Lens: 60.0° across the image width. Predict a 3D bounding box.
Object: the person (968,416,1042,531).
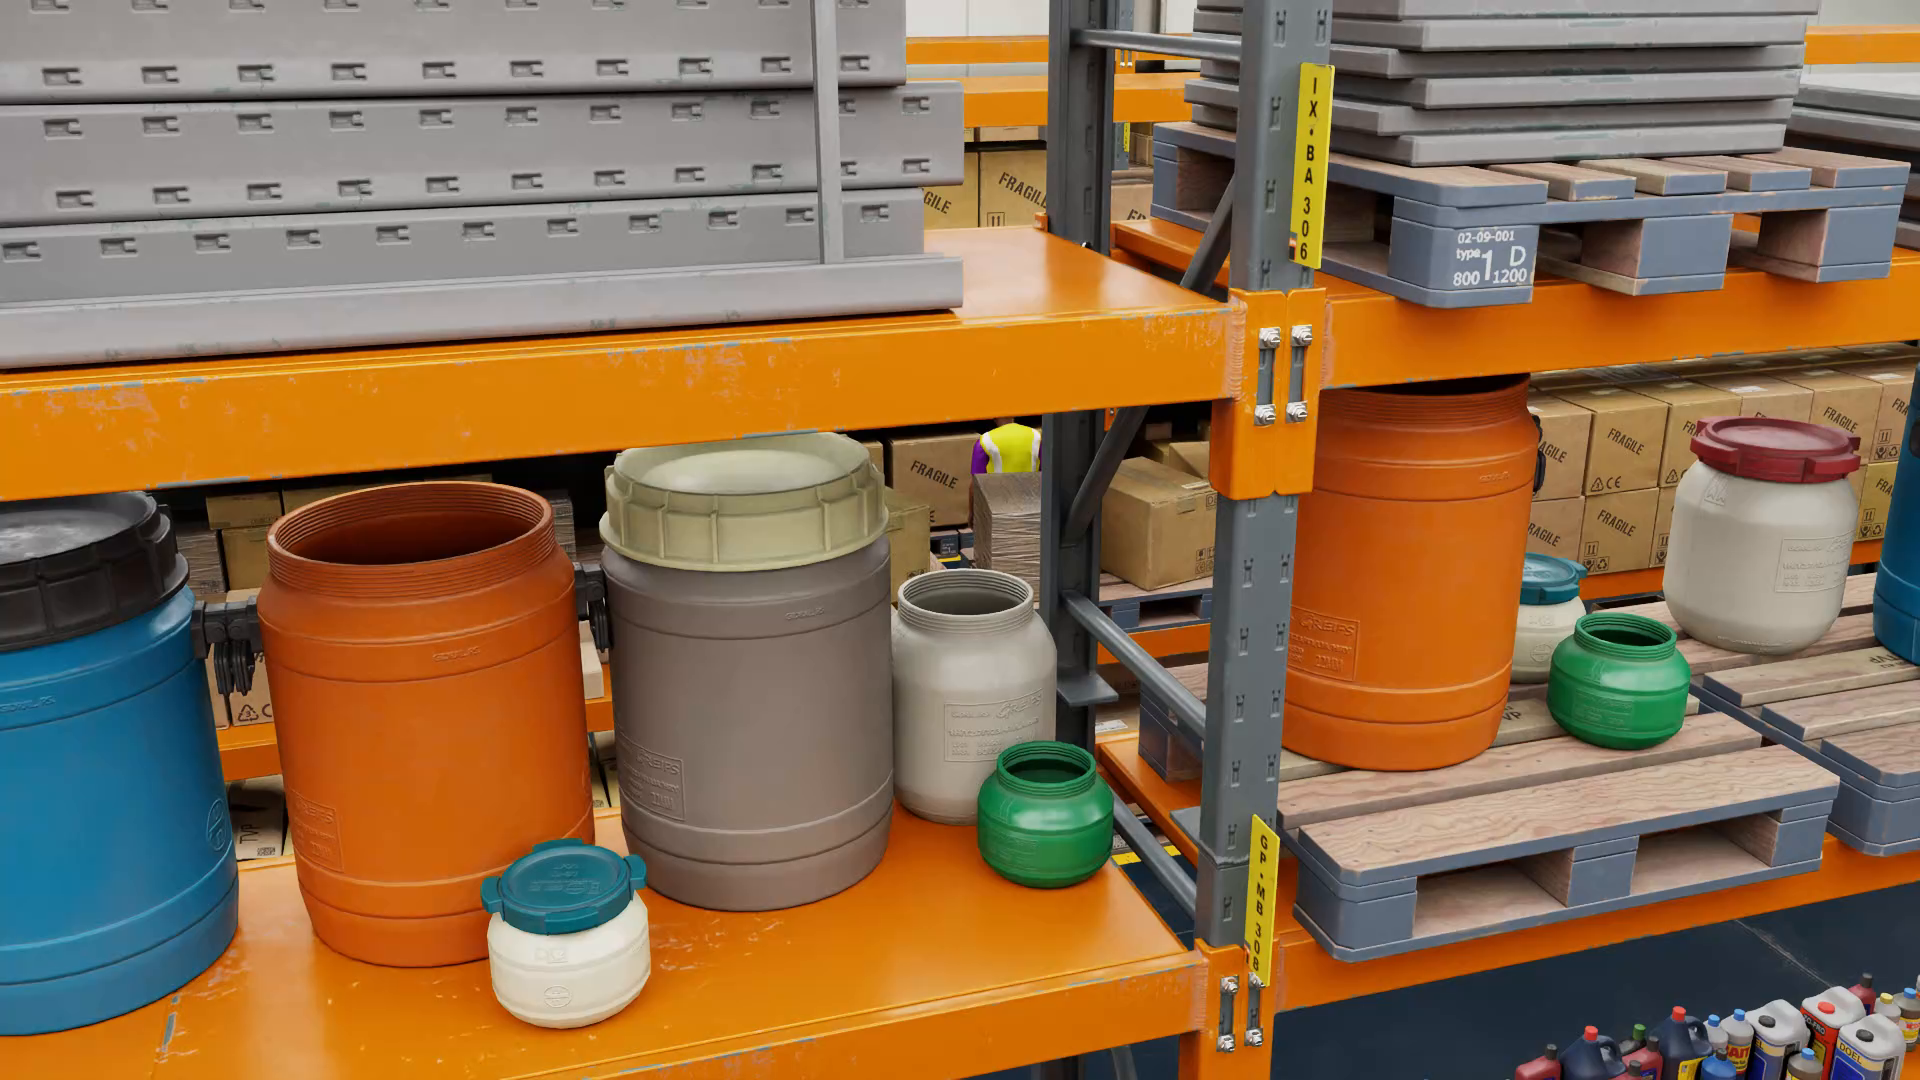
[{"bbox_3d":[0.354,-0.237,12.222,0.626,1.761,0.459,-6,20,-17],"label":"person"}]
